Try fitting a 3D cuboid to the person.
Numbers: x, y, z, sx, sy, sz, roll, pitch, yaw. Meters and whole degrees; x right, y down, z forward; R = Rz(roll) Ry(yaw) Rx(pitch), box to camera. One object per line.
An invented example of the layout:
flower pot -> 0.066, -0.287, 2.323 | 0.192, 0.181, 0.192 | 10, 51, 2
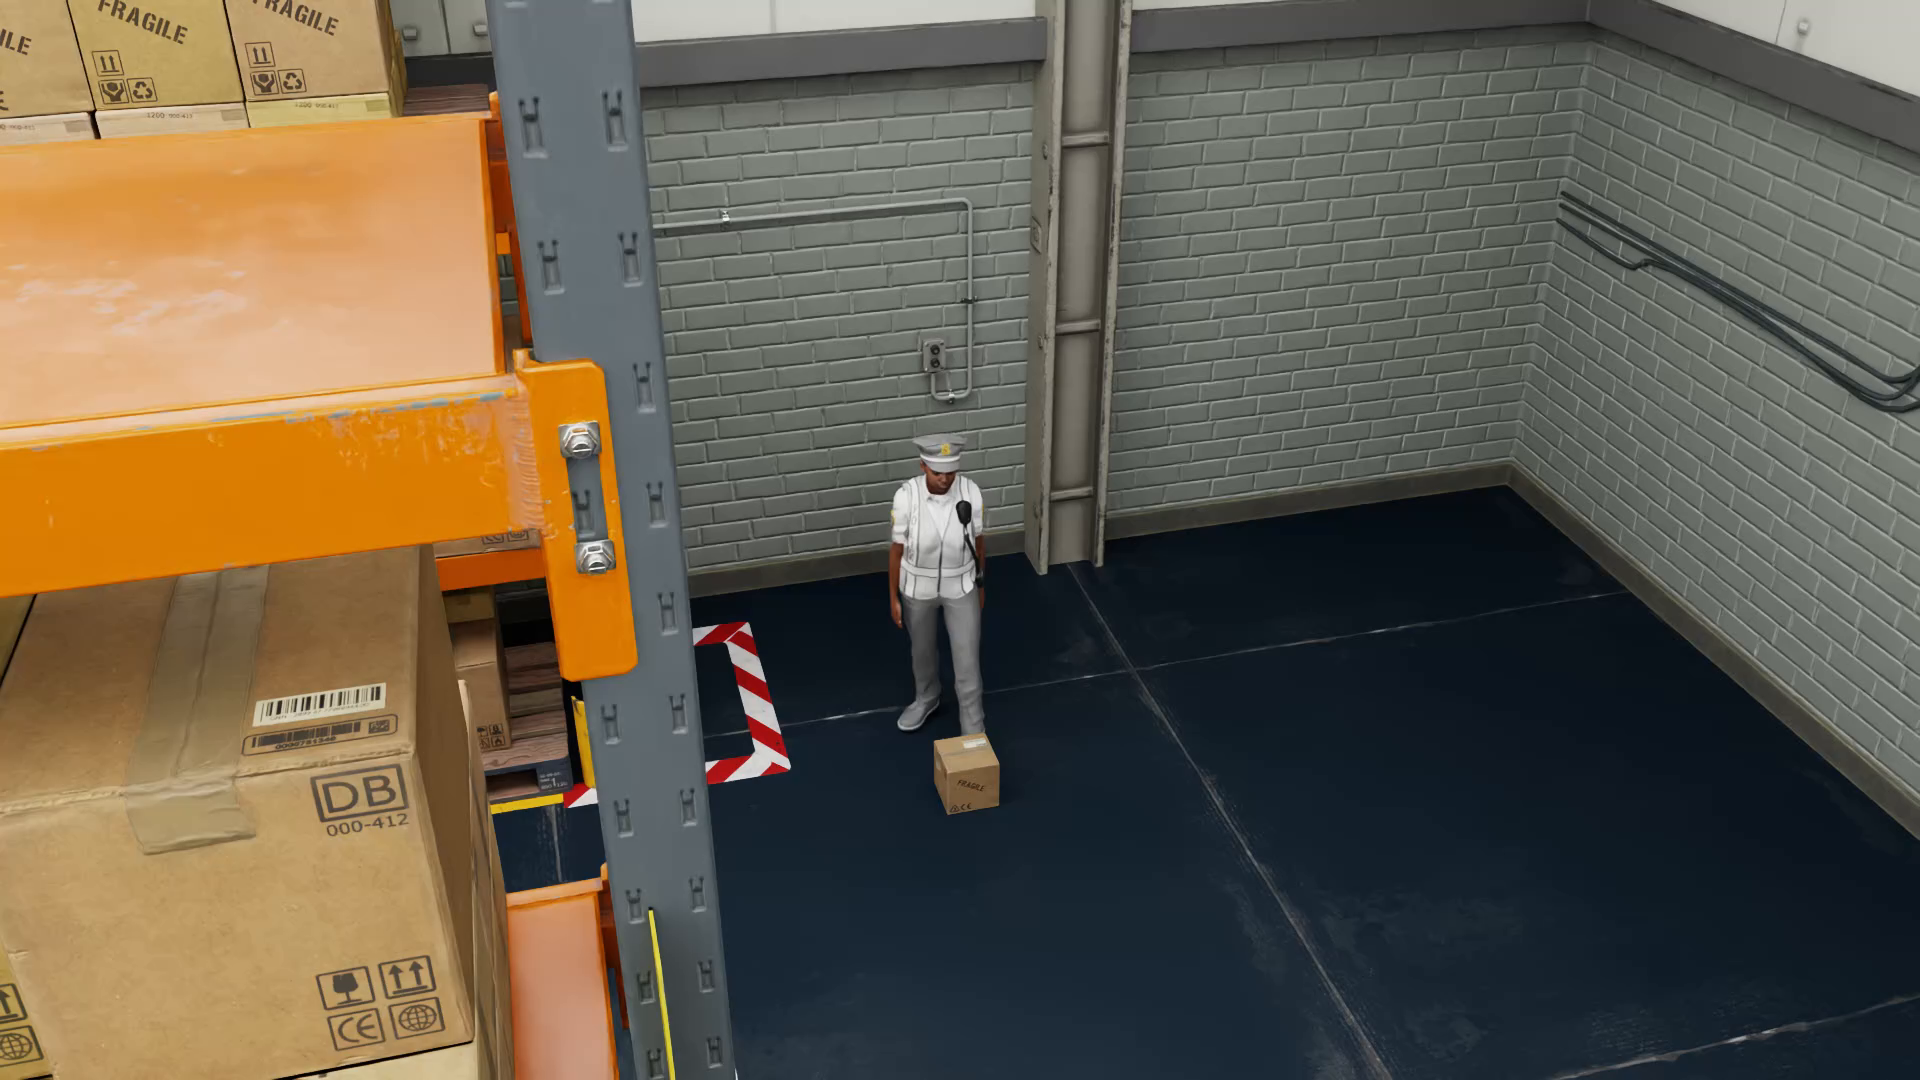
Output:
person -> -3.771, 3.212, 2.581 | 8.226, 1.826, 12.302 | -1, 30, -2
